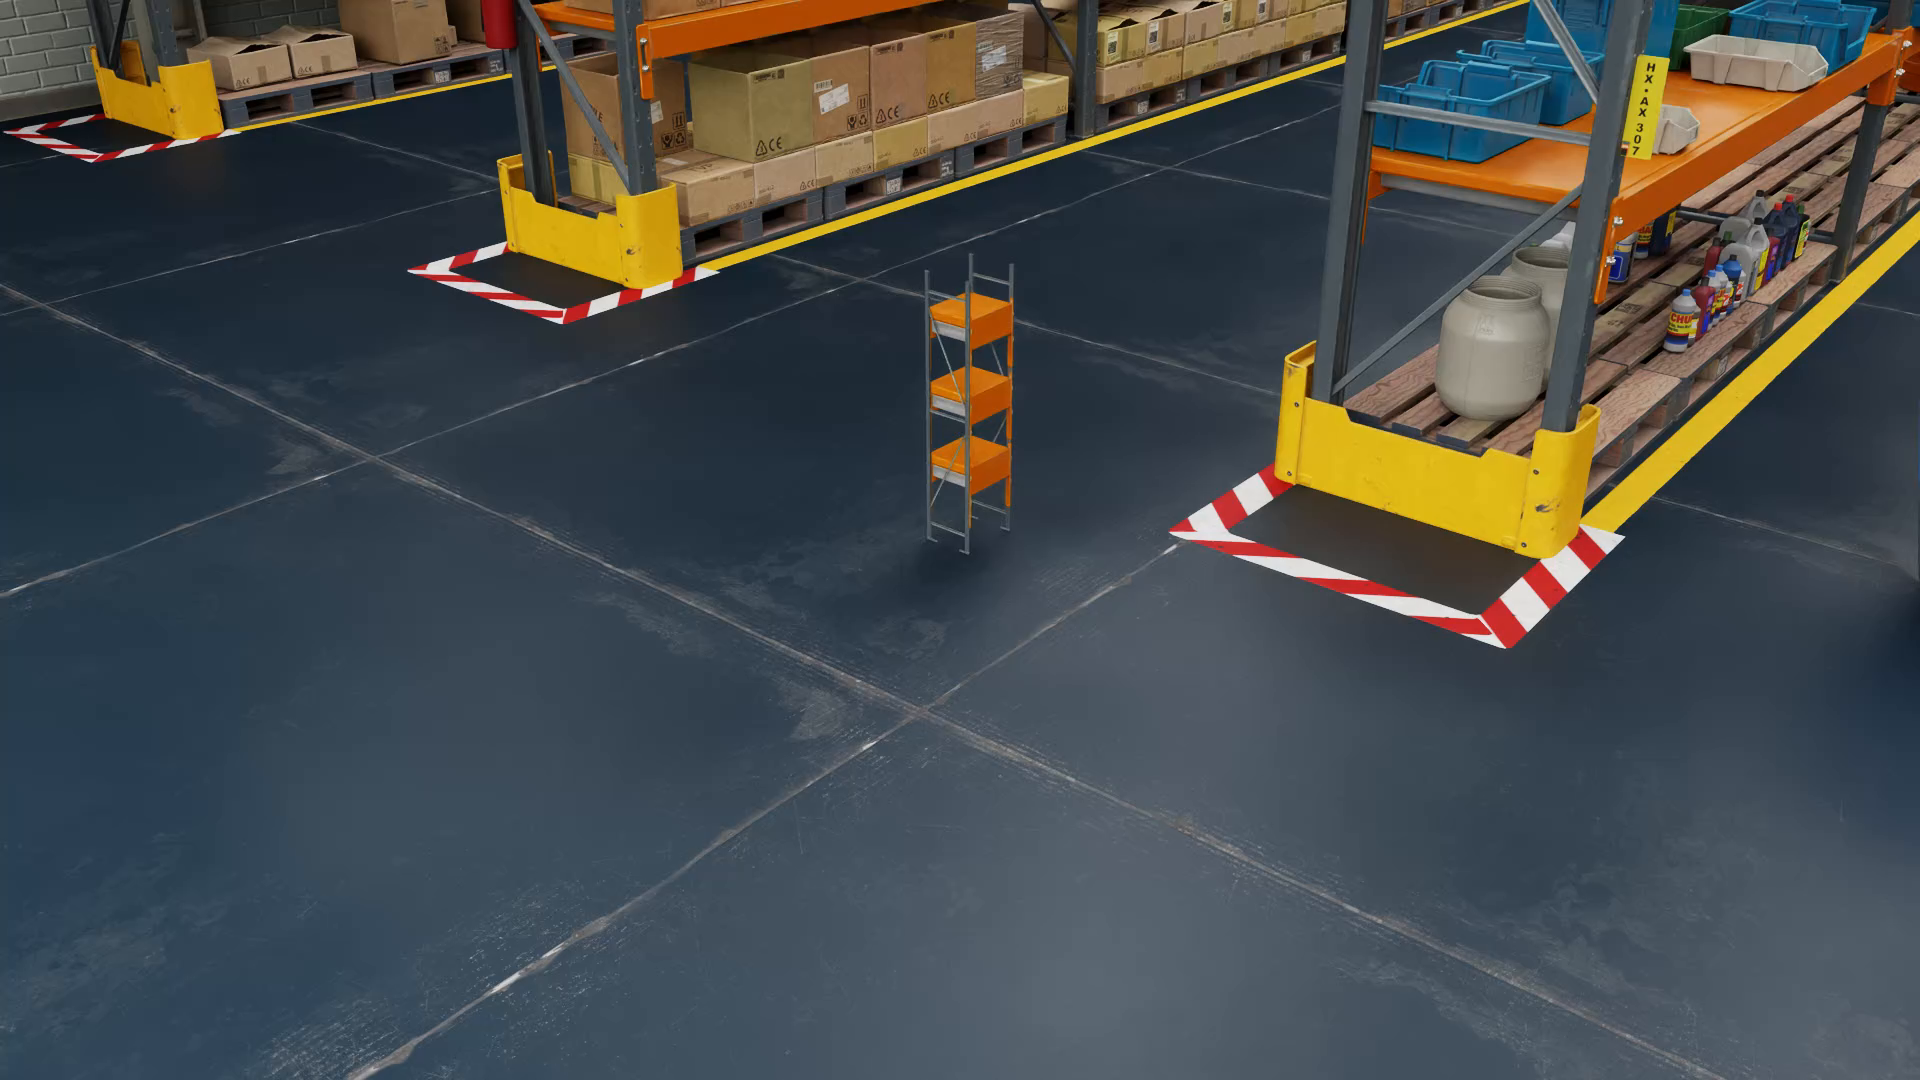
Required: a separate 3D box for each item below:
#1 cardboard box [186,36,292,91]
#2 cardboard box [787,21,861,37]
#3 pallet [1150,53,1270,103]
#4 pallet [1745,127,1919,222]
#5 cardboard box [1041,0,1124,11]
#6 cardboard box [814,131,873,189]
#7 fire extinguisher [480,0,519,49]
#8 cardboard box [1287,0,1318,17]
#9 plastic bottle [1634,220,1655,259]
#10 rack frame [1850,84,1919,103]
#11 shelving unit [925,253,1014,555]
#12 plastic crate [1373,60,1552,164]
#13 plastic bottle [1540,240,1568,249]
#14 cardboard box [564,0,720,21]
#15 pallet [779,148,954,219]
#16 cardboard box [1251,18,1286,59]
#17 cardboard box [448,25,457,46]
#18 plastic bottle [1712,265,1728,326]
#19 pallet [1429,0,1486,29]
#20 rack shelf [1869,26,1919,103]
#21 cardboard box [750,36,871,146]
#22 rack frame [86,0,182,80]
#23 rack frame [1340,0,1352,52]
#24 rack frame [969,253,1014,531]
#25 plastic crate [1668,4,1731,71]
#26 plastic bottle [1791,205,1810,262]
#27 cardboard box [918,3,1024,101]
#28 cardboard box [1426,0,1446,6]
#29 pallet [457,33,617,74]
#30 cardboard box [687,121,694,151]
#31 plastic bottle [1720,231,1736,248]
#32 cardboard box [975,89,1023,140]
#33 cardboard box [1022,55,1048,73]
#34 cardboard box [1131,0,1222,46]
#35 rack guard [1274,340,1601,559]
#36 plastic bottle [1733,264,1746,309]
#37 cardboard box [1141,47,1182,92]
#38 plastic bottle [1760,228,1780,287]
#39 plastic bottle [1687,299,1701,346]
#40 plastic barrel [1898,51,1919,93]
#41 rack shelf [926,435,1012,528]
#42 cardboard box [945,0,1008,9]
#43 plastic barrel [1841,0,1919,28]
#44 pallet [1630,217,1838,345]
[{"bbox_3d":[-5.336,-3.557,12.309,0.500,0.311,0.500,17,32,29],"label":"cardboard box"},{"bbox_3d":[-0.966,-3.002,10.507,0.500,0.500,0.500,21,34,34],"label":"cardboard box"},{"bbox_3d":[1.737,-3.777,13.322,1.003,0.211,1.213,21,34,34],"label":"pallet"},{"bbox_3d":[5.588,-2.345,10.554,1.003,0.211,1.213,21,34,34],"label":"pallet"},{"bbox_3d":[0.886,-3.937,12.520,0.500,0.311,0.500,22,34,36],"label":"cardboard box"},{"bbox_3d":[-0.875,-2.336,10.037,0.500,0.250,0.500,21,34,34],"label":"cardboard box"},{"bbox_3d":[-2.455,-2.950,8.772,0.296,0.674,0.183,21,34,34],"label":"fire extinguisher"},{"bbox_3d":[2.599,-4.497,13.604,0.500,0.311,0.500,20,34,34],"label":"cardboard box"},{"bbox_3d":[3.510,-1.592,8.553,0.097,0.271,0.097,0,27,0],"label":"plastic bottle"},{"bbox_3d":[6.887,-4.278,11.255,1.000,3.000,0.127,21,34,34],"label":"rack frame"},{"bbox_3d":[0.034,-0.485,6.045,0.215,1.050,0.252,21,34,34],"label":"shelving unit"},{"bbox_3d":[1.886,-1.640,6.318,0.499,0.251,0.616,21,34,34],"label":"plastic crate"},{"bbox_3d":[2.810,-1.288,7.960,0.152,0.276,0.135,21,34,35],"label":"plastic bottle"},{"bbox_3d":[-1.714,-3.097,8.862,0.700,0.500,0.500,21,34,34],"label":"cardboard box"},{"bbox_3d":[-0.791,-2.366,10.594,1.003,0.211,1.213,21,34,34],"label":"pallet"},{"bbox_3d":[2.274,-4.073,13.394,0.500,0.250,0.500,22,34,36],"label":"cardboard box"},{"bbox_3d":[-4.334,-4.123,13.579,0.380,0.149,0.250,18,32,30],"label":"cardboard box"},{"bbox_3d":[3.474,-1.134,7.668,0.097,0.271,0.097,0,27,0],"label":"plastic bottle"},{"bbox_3d":[4.348,-5.173,16.019,1.003,0.211,1.213,21,34,34],"label":"pallet"},{"bbox_3d":[5.615,-3.249,10.049,1.077,0.370,4.000,21,34,34],"label":"rack shelf"},{"bbox_3d":[-0.884,-2.673,9.871,0.500,0.500,0.500,21,34,34],"label":"cardboard box"},{"bbox_3d":[-5.846,-4.337,11.369,1.000,3.000,0.127,21,34,34],"label":"rack frame"},{"bbox_3d":[3.067,-5.727,14.056,1.000,3.000,0.127,21,34,34],"label":"rack frame"},{"bbox_3d":[0.112,-0.529,6.129,0.200,1.050,0.008,21,34,34],"label":"rack frame"},{"bbox_3d":[3.262,-2.367,7.791,0.450,0.188,0.662,21,34,34],"label":"plastic crate"},{"bbox_3d":[4.291,-1.582,8.520,0.061,0.283,0.133,23,35,37],"label":"plastic bottle"},{"bbox_3d":[0.070,-3.205,10.900,0.500,0.500,0.500,21,34,34],"label":"cardboard box"},{"bbox_3d":[4.229,-5.253,15.382,0.500,0.500,0.500,20,34,34],"label":"cardboard box"},{"bbox_3d":[-3.702,-4.268,14.271,1.003,0.211,1.213,21,34,34],"label":"pallet"},{"bbox_3d":[-1.599,-2.313,9.992,0.500,0.250,0.500,21,34,34],"label":"cardboard box"},{"bbox_3d":[3.733,-1.374,8.119,0.061,0.283,0.133,21,34,34],"label":"plastic bottle"},{"bbox_3d":[0.071,-2.871,11.071,0.500,0.250,0.500,21,34,34],"label":"cardboard box"},{"bbox_3d":[0.563,-3.506,12.297,0.500,0.250,0.500,20,34,34],"label":"cardboard box"},{"bbox_3d":[1.629,-3.956,12.559,0.500,0.311,0.500,19,33,33],"label":"cardboard box"},{"bbox_3d":[1.811,-0.372,6.425,1.175,0.500,0.348,21,34,34],"label":"rack guard"},{"bbox_3d":[3.668,-1.211,7.892,0.097,0.201,0.097,0,27,0],"label":"plastic bottle"},{"bbox_3d":[1.297,-3.525,12.335,0.500,0.250,0.500,22,34,36],"label":"cardboard box"},{"bbox_3d":[3.962,-1.398,8.165,0.061,0.283,0.133,23,35,38],"label":"plastic bottle"},{"bbox_3d":[3.258,-0.982,7.451,0.097,0.201,0.097,0,27,0],"label":"plastic bottle"},{"bbox_3d":[7.185,-3.679,12.002,0.600,0.830,0.708,21,34,34],"label":"plastic barrel"},{"bbox_3d":[0.034,-0.229,6.178,0.215,0.259,0.240,21,34,34],"label":"rack shelf"},{"bbox_3d":[-0.013,-3.534,11.536,0.500,0.500,0.500,21,34,34],"label":"cardboard box"},{"bbox_3d":[4.822,-3.131,8.492,0.600,0.901,0.708,21,34,34],"label":"plastic barrel"},{"bbox_3d":[3.884,-1.395,8.717,1.003,0.211,1.213,21,34,34],"label":"pallet"}]
